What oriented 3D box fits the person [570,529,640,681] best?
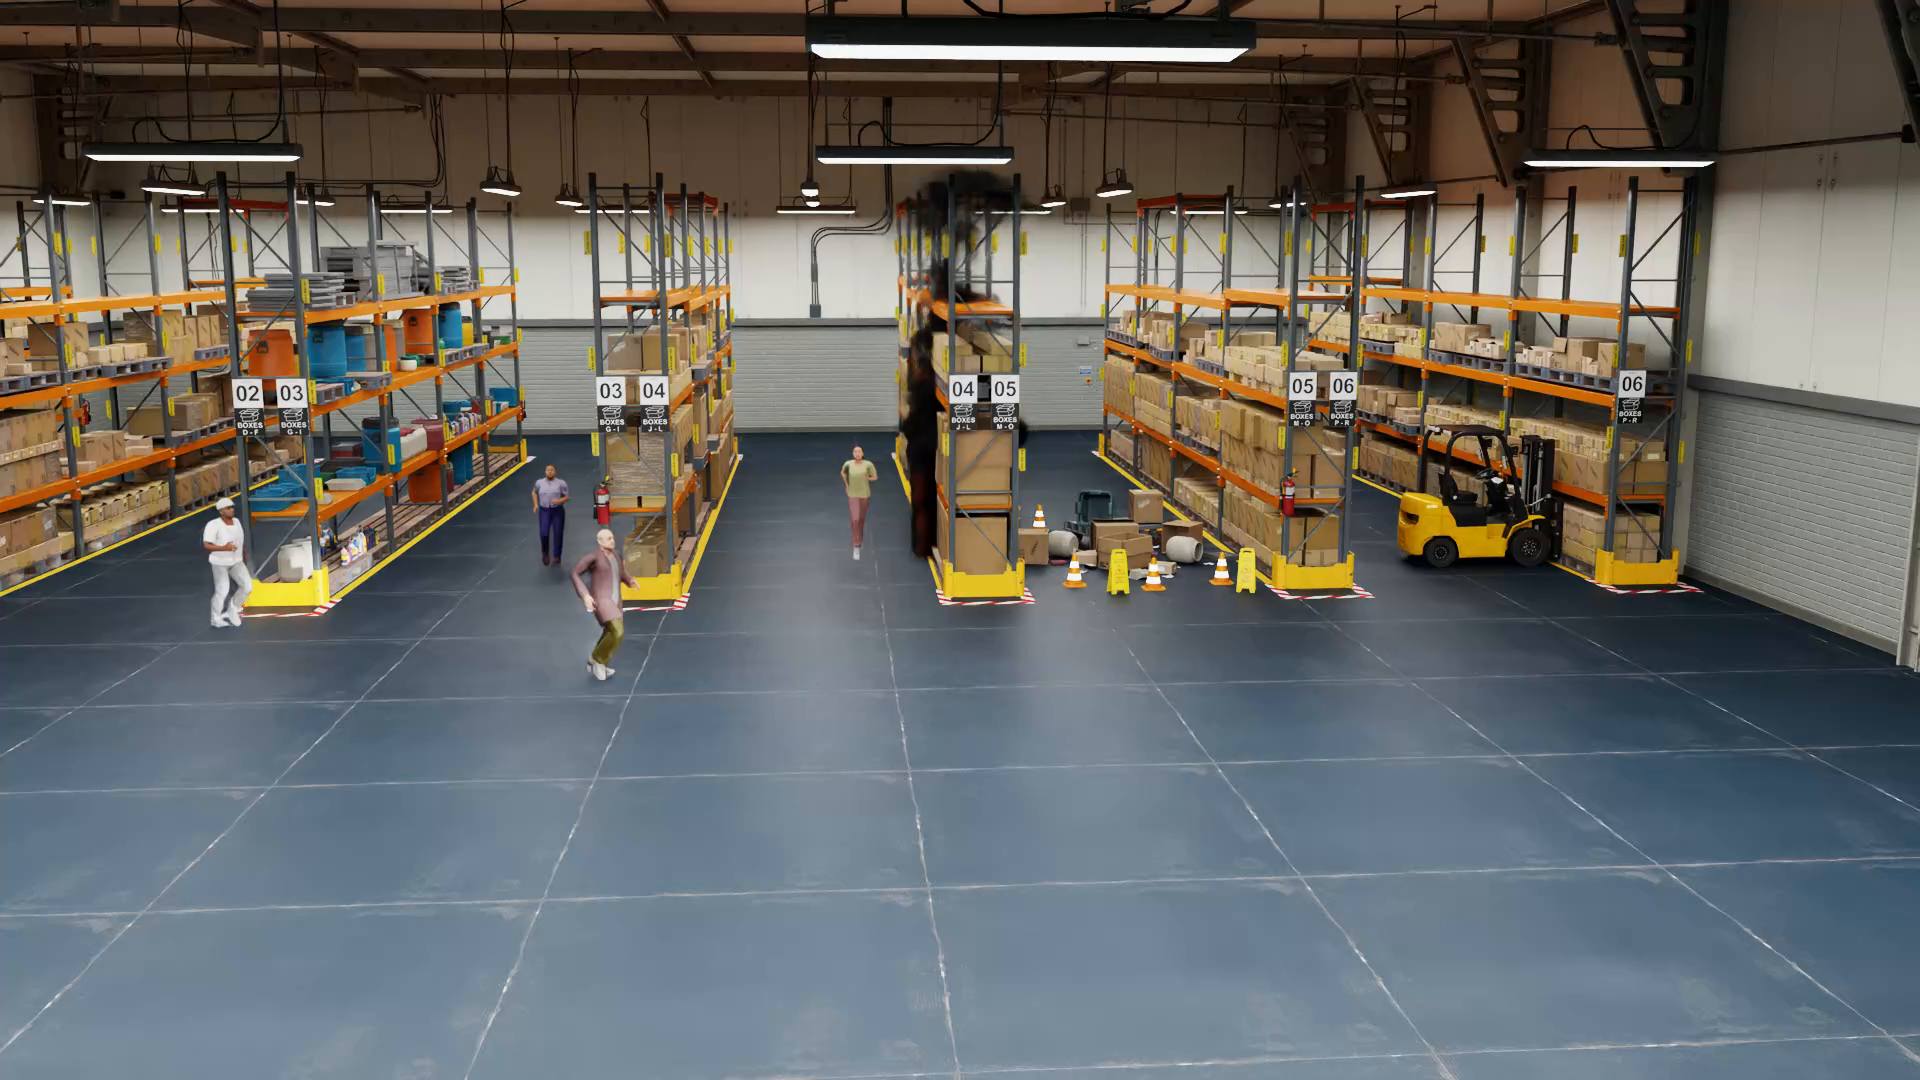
[{"bbox_3d":[-4.092,0.751,19.414,0.714,1.767,0.709,5,11,24],"label":"person"}]

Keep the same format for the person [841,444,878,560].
[{"bbox_3d":[-1.546,-0.517,25.859,0.547,1.567,0.709,-2,10,-10],"label":"person"}]

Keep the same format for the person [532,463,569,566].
[{"bbox_3d":[-6.450,-0.388,26.228,0.582,1.613,0.635,-2,10,-12],"label":"person"}]

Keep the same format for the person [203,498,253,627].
[{"bbox_3d":[-9.630,0.303,21.986,0.681,1.738,0.730,6,12,31],"label":"person"}]
